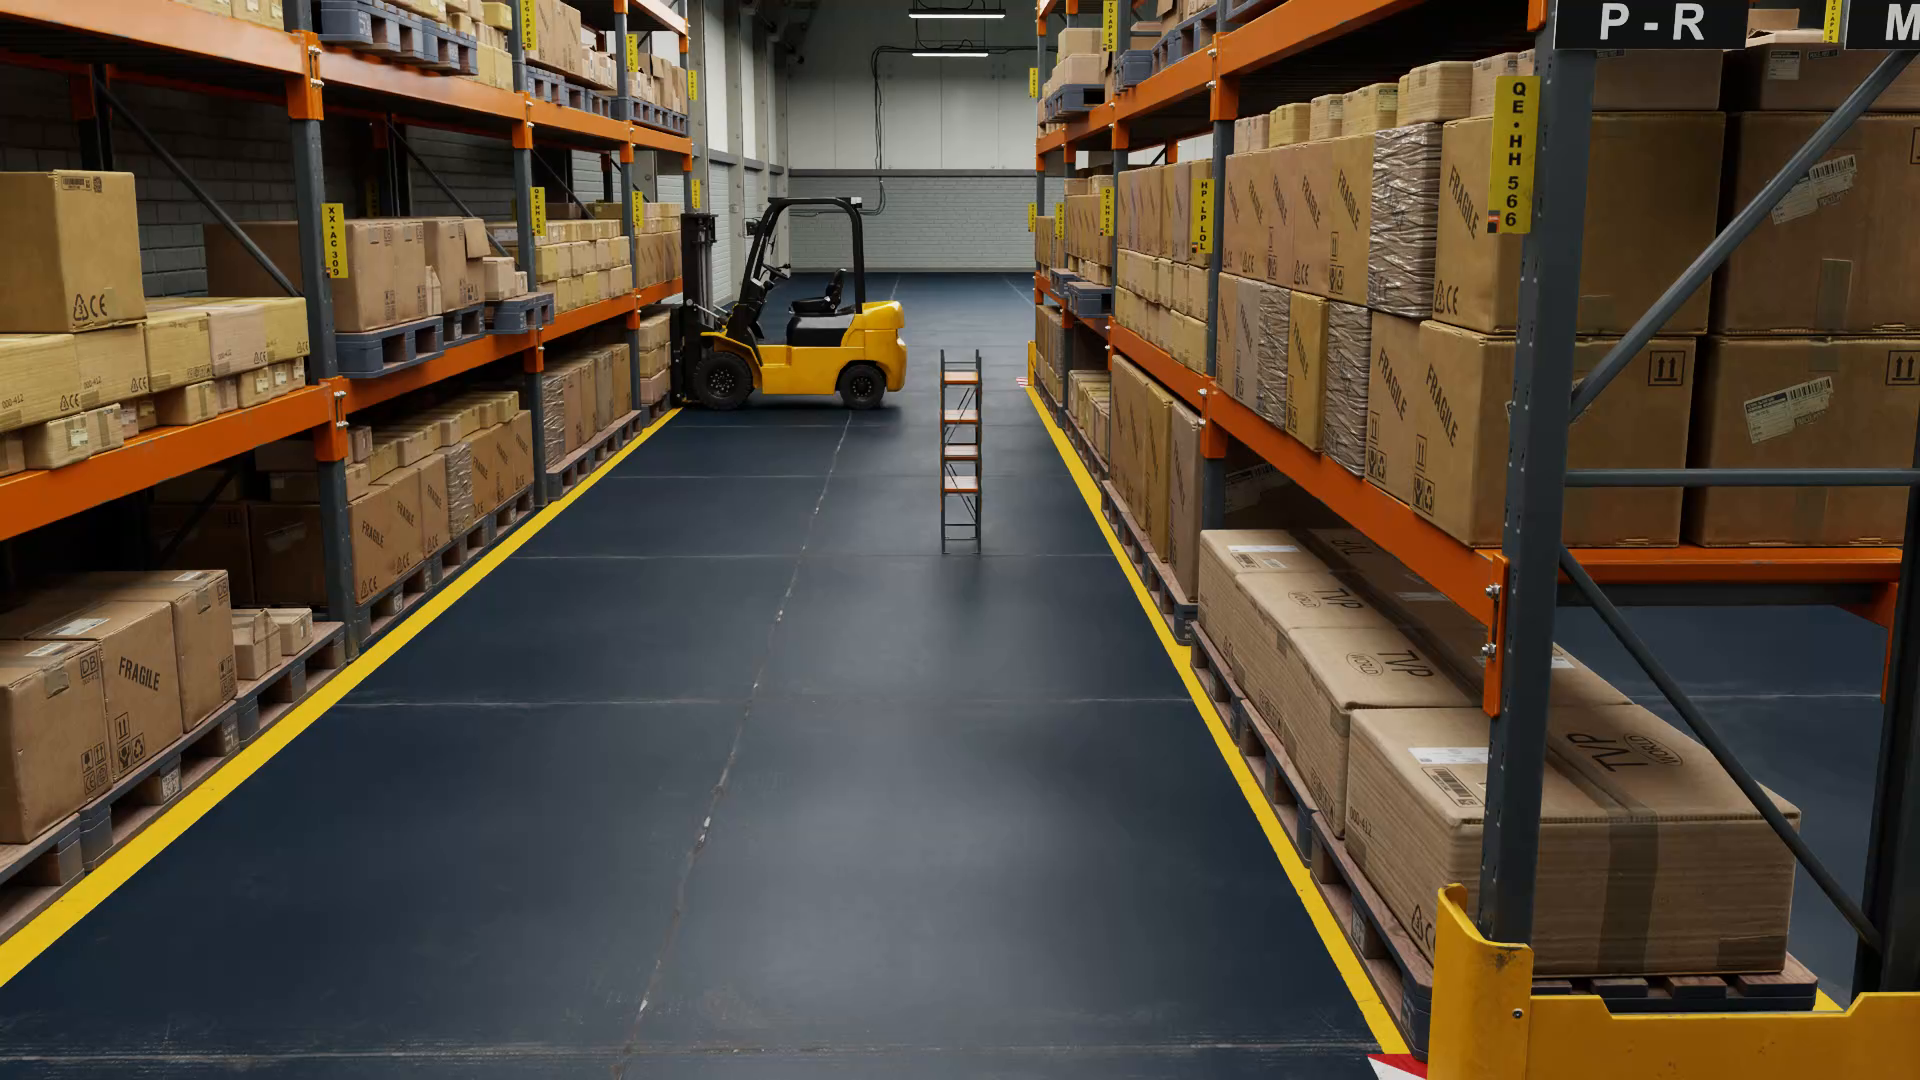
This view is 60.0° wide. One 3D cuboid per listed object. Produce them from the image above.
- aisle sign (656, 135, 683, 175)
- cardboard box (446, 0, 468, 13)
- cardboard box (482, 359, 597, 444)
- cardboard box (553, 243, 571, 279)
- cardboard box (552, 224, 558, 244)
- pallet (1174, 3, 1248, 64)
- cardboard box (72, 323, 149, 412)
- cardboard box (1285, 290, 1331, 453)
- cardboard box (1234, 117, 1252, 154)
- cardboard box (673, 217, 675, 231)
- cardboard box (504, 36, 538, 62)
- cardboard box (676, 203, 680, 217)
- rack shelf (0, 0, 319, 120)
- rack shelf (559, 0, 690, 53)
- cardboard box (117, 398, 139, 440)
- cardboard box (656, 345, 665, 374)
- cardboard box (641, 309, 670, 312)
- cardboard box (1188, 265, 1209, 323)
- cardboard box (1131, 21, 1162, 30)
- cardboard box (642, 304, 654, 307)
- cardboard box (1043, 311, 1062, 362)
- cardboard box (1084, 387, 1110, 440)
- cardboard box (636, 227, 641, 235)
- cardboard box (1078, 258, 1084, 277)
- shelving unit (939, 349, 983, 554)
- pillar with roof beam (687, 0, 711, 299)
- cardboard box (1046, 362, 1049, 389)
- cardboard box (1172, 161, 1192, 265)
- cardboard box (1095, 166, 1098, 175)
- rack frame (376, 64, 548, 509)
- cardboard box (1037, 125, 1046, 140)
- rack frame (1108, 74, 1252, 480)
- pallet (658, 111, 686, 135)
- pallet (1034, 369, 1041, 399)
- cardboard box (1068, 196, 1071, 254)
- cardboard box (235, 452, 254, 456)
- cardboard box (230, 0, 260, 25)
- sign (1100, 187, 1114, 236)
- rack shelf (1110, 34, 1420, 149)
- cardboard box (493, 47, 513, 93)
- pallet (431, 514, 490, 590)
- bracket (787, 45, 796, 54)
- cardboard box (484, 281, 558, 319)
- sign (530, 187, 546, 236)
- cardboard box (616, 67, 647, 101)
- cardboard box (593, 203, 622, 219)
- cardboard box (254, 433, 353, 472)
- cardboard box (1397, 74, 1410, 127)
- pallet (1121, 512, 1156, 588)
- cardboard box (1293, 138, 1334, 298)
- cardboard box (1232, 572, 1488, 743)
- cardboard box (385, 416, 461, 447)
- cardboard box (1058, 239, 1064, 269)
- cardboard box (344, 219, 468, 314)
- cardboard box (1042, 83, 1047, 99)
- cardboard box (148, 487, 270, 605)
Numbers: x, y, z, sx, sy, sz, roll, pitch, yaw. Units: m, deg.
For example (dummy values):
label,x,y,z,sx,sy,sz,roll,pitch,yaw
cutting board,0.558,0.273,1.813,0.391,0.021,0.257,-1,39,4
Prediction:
label,x,y,z,sx,sy,sz,roll,pitch,yaw
aisle sign,-3.284,-4.577,19.038,0.394,0.787,0.004,0,11,-1
cardboard box,-3.089,-3.161,9.680,0.380,0.149,0.250,0,11,-2
cardboard box,-3.446,-1.128,13.493,0.875,0.625,0.625,-1,11,-4
cardboard box,-3.185,-2.059,12.283,0.500,0.250,0.500,0,11,1
cardboard box,-3.161,-2.234,12.144,0.380,0.149,0.250,0,11,0
pallet,1.566,-2.483,8.191,0.805,0.209,1.217,-1,11,-3
cardboard box,-3.042,-0.575,5.476,0.500,0.250,0.500,-1,11,-3
cardboard box,1.402,-0.578,5.612,0.500,0.500,0.500,0,11,1
cardboard box,1.381,-1.718,7.084,0.380,0.149,0.250,0,11,-2
cardboard box,-3.264,-3.383,17.809,0.380,0.149,0.250,-1,11,-3
cardboard box,-3.115,-3.380,11.409,0.380,0.166,0.250,0,11,-1
cardboard box,-3.290,-3.630,18.279,0.380,0.149,0.250,0,11,0
rack shelf,-3.287,-1.623,5.282,1.077,0.370,4.000,0,11,-1
rack shelf,-3.535,-5.283,16.781,1.077,0.370,4.000,0,11,-1
cardboard box,-3.056,-0.411,5.674,0.380,0.149,0.250,0,11,-1
cardboard box,-3.208,-1.795,16.463,0.500,0.250,0.500,0,11,-1
cardboard box,-3.219,-2.345,17.919,0.500,0.250,0.500,0,11,0
cardboard box,1.382,-1.183,7.965,0.500,0.250,0.500,0,11,-1
cardboard box,1.651,-4.045,13.472,0.500,0.250,0.500,0,11,0
cardboard box,-3.756,-2.541,18.884,0.500,0.250,0.500,0,11,-2
cardboard box,1.144,-2.166,17.664,0.500,0.500,0.500,0,11,0
cardboard box,1.516,-1.048,13.731,0.950,0.372,0.625,0,11,1
cardboard box,-3.245,-2.977,15.804,0.380,0.149,0.250,0,11,0
cardboard box,1.163,-2.227,13.569,0.380,0.149,0.250,0,11,1
shelving unit,0.003,-0.555,10.278,0.258,1.200,0.503,0,11,-1
pillar with roof beam,-0.407,-8.490,29.774,9.100,9.000,0.400,0,11,-1
cardboard box,1.161,-1.697,17.237,0.500,0.250,0.500,0,11,0
cardboard box,1.355,-1.654,8.403,0.500,0.500,0.500,0,11,0
cardboard box,1.688,-3.390,16.209,0.700,0.500,0.500,0,11,-1
rack frame,-3.411,-1.699,11.388,1.000,3.000,0.127,0,11,-1
cardboard box,1.068,-4.590,18.726,0.380,0.149,0.250,0,11,-1
rack frame,1.551,-1.720,11.492,1.000,3.000,0.127,0,11,-1
pallet,-3.588,-4.575,18.244,1.003,0.211,1.213,0,11,-1
pallet,1.369,-1.767,18.737,1.003,0.211,1.213,0,11,-1
cardboard box,1.202,-2.722,14.374,0.500,0.500,0.500,0,11,-1
cardboard box,-3.649,-0.375,8.461,0.380,0.149,0.250,0,11,-1
cardboard box,-3.024,-2.132,6.609,0.380,0.149,0.250,0,11,-1
sign,1.009,-2.244,11.364,0.100,0.325,0.005,0,11,-1
rack shelf,1.592,-2.440,9.306,1.077,0.370,4.000,0,11,-1
cardboard box,-3.158,-2.994,10.606,0.500,0.250,0.500,-1,11,-3
pallet,-3.411,0.058,9.740,1.003,0.211,1.213,0,11,-1
bracket,-4.720,-13.733,46.567,0.235,0.232,0.430,0,11,-1
cardboard box,-3.176,-1.714,11.842,0.500,0.250,0.500,0,11,-1
sign,-2.869,-2.231,11.301,0.100,0.325,0.005,0,11,-1
cardboard box,-3.268,-4.341,15.786,0.500,0.311,0.500,0,11,0
cardboard box,-3.204,-3.071,15.521,0.380,0.149,0.250,0,11,0
cardboard box,-3.131,-0.420,7.937,0.380,0.149,0.250,0,11,-2
cardboard box,1.426,-1.209,4.574,0.380,0.149,0.250,0,11,0
pallet,1.514,0.046,9.803,1.003,0.211,1.213,0,11,-1
cardboard box,1.413,-1.065,5.500,0.500,0.500,0.500,0,11,-2
cardboard box,1.559,0.428,6.291,0.875,0.438,0.875,-1,11,-3
cardboard box,-3.149,-0.636,9.751,0.380,0.149,0.250,-1,11,-4
cardboard box,1.211,-2.797,15.802,0.500,0.500,0.500,-1,11,-3
cardboard box,-3.142,-1.514,9.172,0.700,0.500,0.500,0,11,-1
cardboard box,1.085,-4.826,17.885,0.380,0.149,0.250,0,11,-1
cardboard box,-3.635,0.019,8.150,0.500,0.500,0.500,0,11,-1
